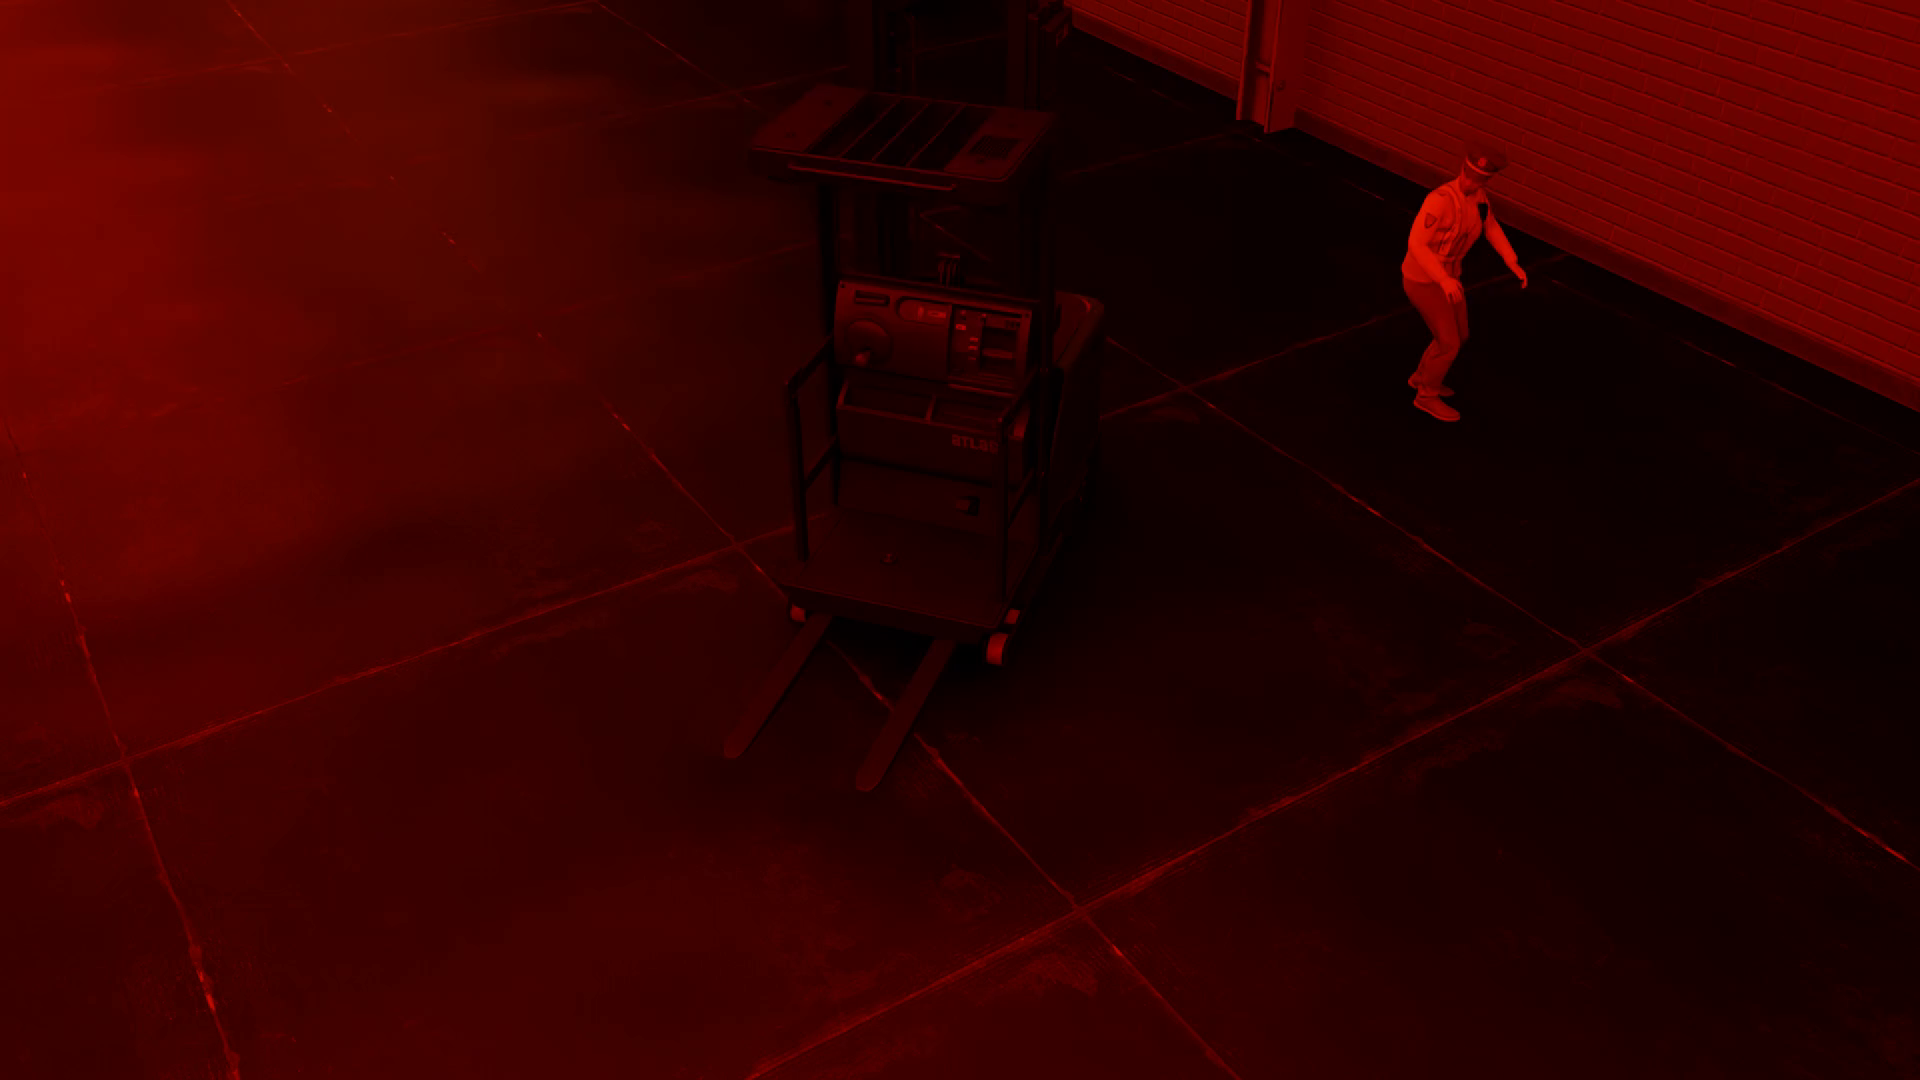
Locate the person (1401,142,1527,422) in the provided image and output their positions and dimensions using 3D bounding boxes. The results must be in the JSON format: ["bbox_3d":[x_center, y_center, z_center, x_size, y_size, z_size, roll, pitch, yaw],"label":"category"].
[{"bbox_3d":[2.807,-1.439,9.377,0.593,1.635,0.730,28,44,34],"label":"person"}]

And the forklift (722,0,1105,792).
[{"bbox_3d":[-0.196,-0.867,7.381,1.130,2.935,3.031,11,37,15],"label":"forklift"}]
